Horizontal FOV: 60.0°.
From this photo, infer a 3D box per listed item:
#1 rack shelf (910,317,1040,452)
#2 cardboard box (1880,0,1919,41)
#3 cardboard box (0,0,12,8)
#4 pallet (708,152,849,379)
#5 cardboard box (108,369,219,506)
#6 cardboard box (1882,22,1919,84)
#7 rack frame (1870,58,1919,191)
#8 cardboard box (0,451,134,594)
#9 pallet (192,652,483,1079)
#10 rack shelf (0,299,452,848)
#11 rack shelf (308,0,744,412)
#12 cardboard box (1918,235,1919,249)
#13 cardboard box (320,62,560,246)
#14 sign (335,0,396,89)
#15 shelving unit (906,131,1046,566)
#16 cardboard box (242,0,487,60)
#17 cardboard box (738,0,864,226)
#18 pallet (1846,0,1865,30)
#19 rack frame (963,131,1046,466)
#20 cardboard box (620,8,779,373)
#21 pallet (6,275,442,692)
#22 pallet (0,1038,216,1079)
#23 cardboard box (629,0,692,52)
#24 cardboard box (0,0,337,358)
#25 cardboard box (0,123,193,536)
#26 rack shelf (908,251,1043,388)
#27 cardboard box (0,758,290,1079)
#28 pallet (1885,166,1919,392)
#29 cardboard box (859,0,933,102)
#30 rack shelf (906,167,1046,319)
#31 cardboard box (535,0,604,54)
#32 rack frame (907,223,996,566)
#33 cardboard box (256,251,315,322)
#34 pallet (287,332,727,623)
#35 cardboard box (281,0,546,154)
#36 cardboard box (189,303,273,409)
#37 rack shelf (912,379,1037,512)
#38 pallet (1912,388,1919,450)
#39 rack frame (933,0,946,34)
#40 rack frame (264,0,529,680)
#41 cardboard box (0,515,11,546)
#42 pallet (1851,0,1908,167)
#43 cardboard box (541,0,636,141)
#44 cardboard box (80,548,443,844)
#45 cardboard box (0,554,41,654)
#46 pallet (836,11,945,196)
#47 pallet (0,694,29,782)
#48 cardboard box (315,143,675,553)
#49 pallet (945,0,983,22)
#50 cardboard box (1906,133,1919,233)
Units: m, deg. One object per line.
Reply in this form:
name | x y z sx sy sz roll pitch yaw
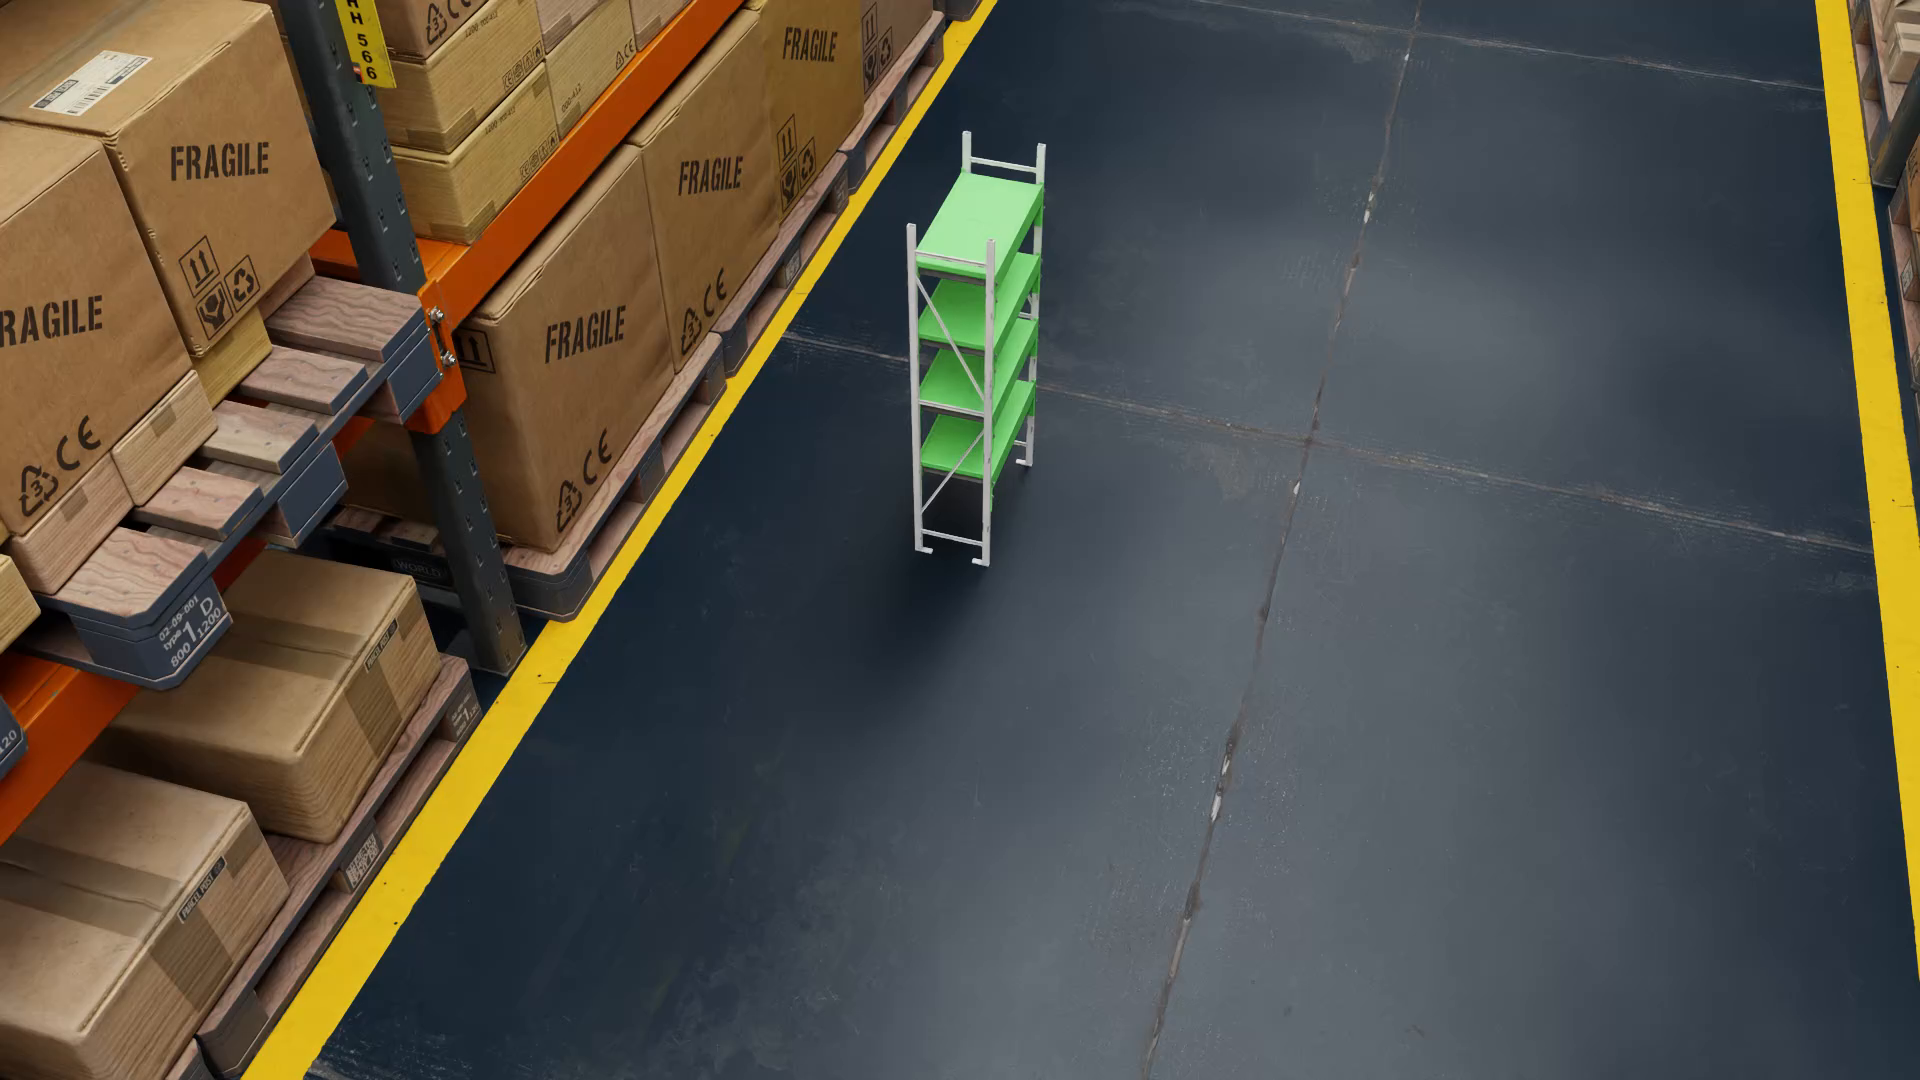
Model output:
rack shelf | 0.050 -0.494 4.988 0.258 0.148 0.480 13 46 13
cardboard box | 4.168 -2.276 7.085 0.396 0.266 0.258 14 46 14
cardboard box | -2.129 -0.855 3.395 0.500 0.500 0.500 11 46 11
pallet | -1.090 -1.137 6.261 1.003 0.211 1.213 13 46 13
cardboard box | -1.693 -0.234 3.224 0.380 0.149 0.250 12 46 12
cardboard box | 4.060 -1.996 6.883 0.380 0.149 0.250 11 45 11
rack frame | 4.171 -2.431 5.590 1.000 3.000 0.127 13 46 13
cardboard box | -1.777 -0.068 3.054 0.380 0.149 0.250 11 45 11
pallet | -2.010 0.703 4.380 1.003 0.211 1.213 13 46 13
rack shelf | -2.378 0.776 2.826 1.077 0.370 4.000 13 46 13
rack shelf | -1.166 -1.890 5.551 1.077 0.370 4.000 13 46 13
cardboard box | 3.658 -1.056 5.671 0.500 0.500 0.500 12 46 12
cardboard box | -1.384 -1.033 4.268 0.500 0.250 0.500 12 46 12
sign | -1.252 -1.091 3.449 0.100 0.325 0.005 13 46 13
shelving unit | 0.050 -0.539 4.943 0.258 1.200 0.503 13 46 13
cardboard box | -1.389 -1.484 3.835 0.500 0.500 0.500 11 45 11
cardboard box | -0.938 -1.837 6.201 0.875 0.875 0.875 14 46 14
pallet | 4.748 -2.708 7.866 1.003 0.211 1.213 13 46 13
rack frame | 0.124 -0.702 5.109 0.240 1.200 0.015 13 46 13
cardboard box | -1.209 -1.241 5.592 0.875 0.875 0.875 13 46 13
pallet | -1.886 -0.248 3.495 1.213 0.211 1.003 13 46 13
pallet | -2.381 1.514 3.552 1.003 0.211 1.213 13 46 13
cardboard box | -1.081 -1.728 4.978 0.500 0.250 0.500 14 46 14
cardboard box | -1.645 -0.744 3.281 0.500 0.500 0.500 11 46 11
cardboard box | -1.791 -0.397 2.927 0.500 0.500 0.500 12 46 12
rack shelf | 0.050 -0.665 4.820 0.258 0.148 0.480 13 46 13
cardboard box | -2.168 0.843 3.822 0.950 0.372 0.625 12 46 12
pallet | 3.961 -0.884 6.003 1.003 0.211 1.213 13 46 13
cardboard box | -0.672 -2.440 6.818 0.875 0.875 0.875 14 46 14
rack shelf | 0.050 -0.837 4.652 0.258 0.148 0.480 13 46 13
cardboard box | -1.226 -1.569 4.458 0.500 0.250 0.500 14 46 13
rack frame | -0.024 -0.377 4.777 0.240 1.200 0.015 13 46 13
cardboard box | -1.647 -0.606 3.604 0.380 0.149 0.250 14 46 14
pallet | -1.461 -0.327 5.433 1.003 0.211 1.213 13 46 13
cardboard box | -1.383 -1.224 4.106 0.500 0.250 0.500 12 46 12
cardboard box | -1.659 -0.412 3.405 0.380 0.149 0.250 13 46 13
rack shelf | 0.050 -0.322 5.156 0.258 0.148 0.480 13 46 13
pallet | 3.593 -0.068 5.169 1.003 0.211 1.213 13 46 13
rack frame | -0.561 -3.480 6.662 1.000 3.000 0.127 13 46 13
rack frame | -1.772 -0.814 3.937 1.000 3.000 0.127 13 46 13
cardboard box | -1.942 -0.060 2.583 0.500 0.500 0.500 10 45 10
pallet | 4.380 -1.892 7.033 1.003 0.211 1.213 13 46 13
cardboard box | -1.245 -1.379 4.622 0.500 0.250 0.500 11 46 11
cardboard box | -1.952 0.350 4.326 0.950 0.372 0.625 10 45 10
cardboard box | -1.847 0.118 2.864 0.380 0.149 0.250 13 46 13
pallet | -0.722 -1.953 7.095 1.003 0.211 1.213 13 46 13
pallet | -2.332 0.583 2.647 1.003 0.211 1.213 13 46 13
cardboard box | -1.484 -0.647 4.986 0.875 0.875 0.875 12 46 12
pallet | -0.256 -2.974 8.138 1.003 0.211 1.213 13 46 13
cardboard box | 3.810 -1.413 6.036 0.500 0.500 0.500 14 46 14
